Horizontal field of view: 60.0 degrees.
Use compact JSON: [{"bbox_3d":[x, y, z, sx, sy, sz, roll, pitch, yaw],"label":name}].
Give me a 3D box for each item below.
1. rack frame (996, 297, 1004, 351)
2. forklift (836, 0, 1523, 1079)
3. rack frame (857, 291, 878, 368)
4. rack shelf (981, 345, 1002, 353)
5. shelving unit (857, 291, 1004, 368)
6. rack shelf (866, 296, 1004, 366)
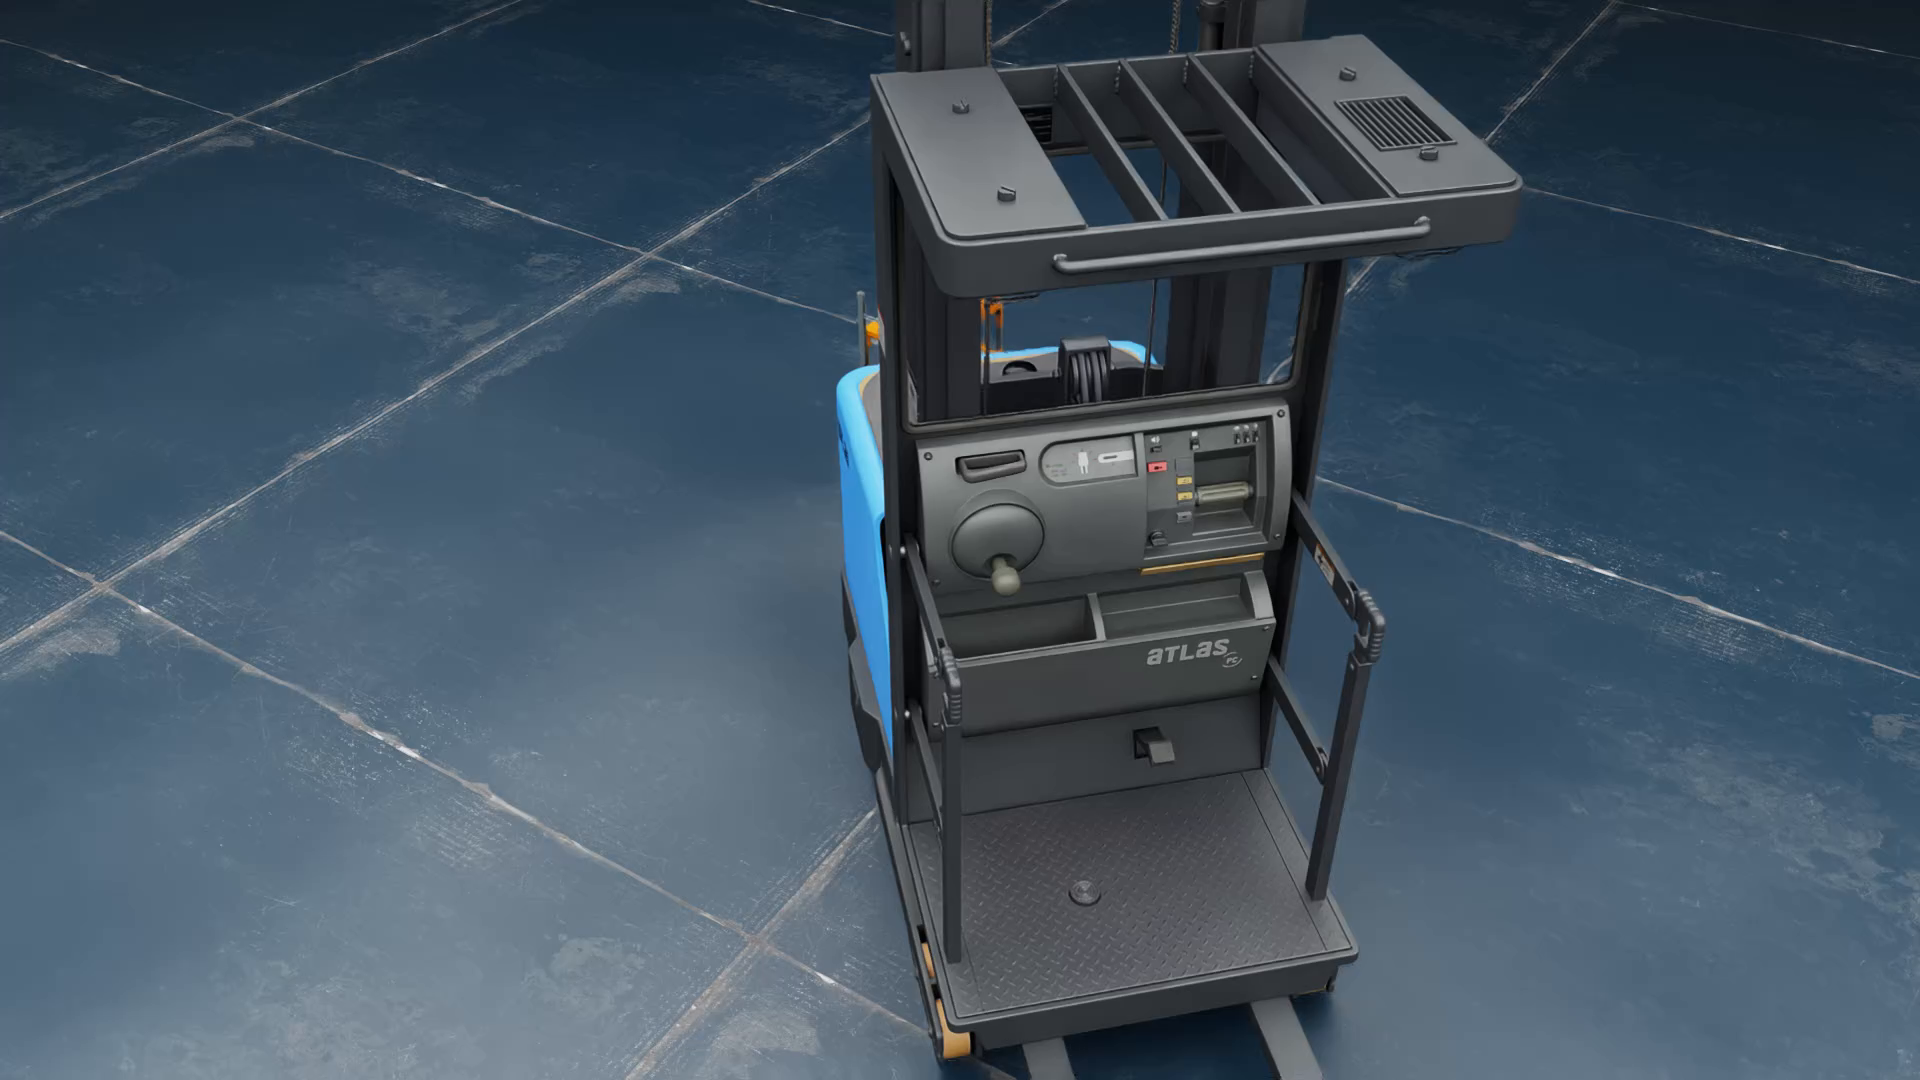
[{"bbox_3d":[0.044,-0.526,5.950,0.240,1.200,0.015,22,43,26],"label":"rack frame"},{"bbox_3d":[0.407,-0.029,3.888,1.130,2.935,3.031,-7,38,-9],"label":"forklift"},{"bbox_3d":[-0.224,-0.278,5.627,0.240,1.200,0.015,22,43,26],"label":"rack frame"},{"bbox_3d":[-0.090,-0.526,5.693,0.258,0.148,0.480,22,43,26],"label":"rack shelf"},{"bbox_3d":[-0.090,-0.402,5.789,0.258,1.200,0.503,22,43,26],"label":"shelving unit"},{"bbox_3d":[-0.090,-0.713,5.549,0.258,0.148,0.480,22,43,26],"label":"rack shelf"}]
